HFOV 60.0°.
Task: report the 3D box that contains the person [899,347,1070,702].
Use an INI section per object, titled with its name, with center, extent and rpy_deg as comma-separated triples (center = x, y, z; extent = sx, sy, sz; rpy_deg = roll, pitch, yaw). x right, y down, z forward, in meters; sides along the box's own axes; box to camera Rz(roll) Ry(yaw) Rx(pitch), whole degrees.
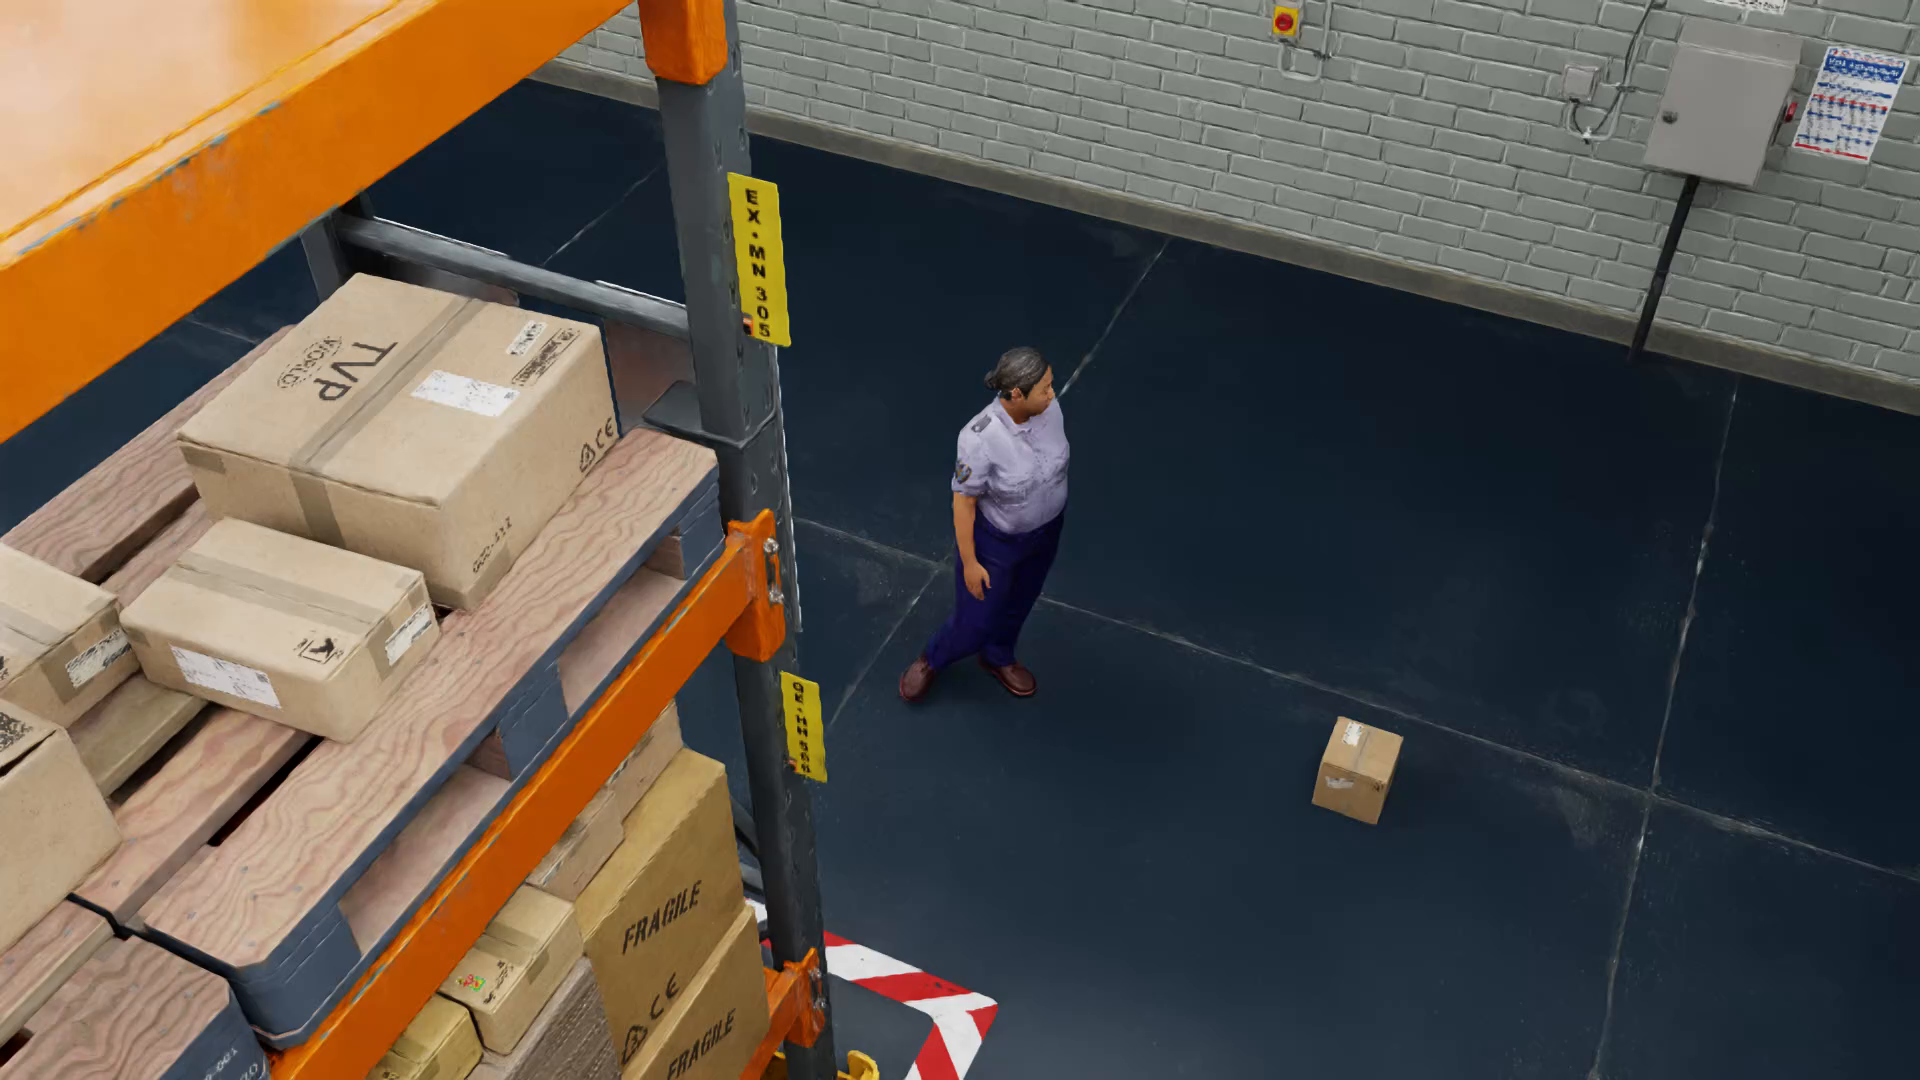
[person]
center = 0.103, -0.021, 6.170
extent = 0.667, 1.642, 0.457
rpy_deg = -28, 49, -27
